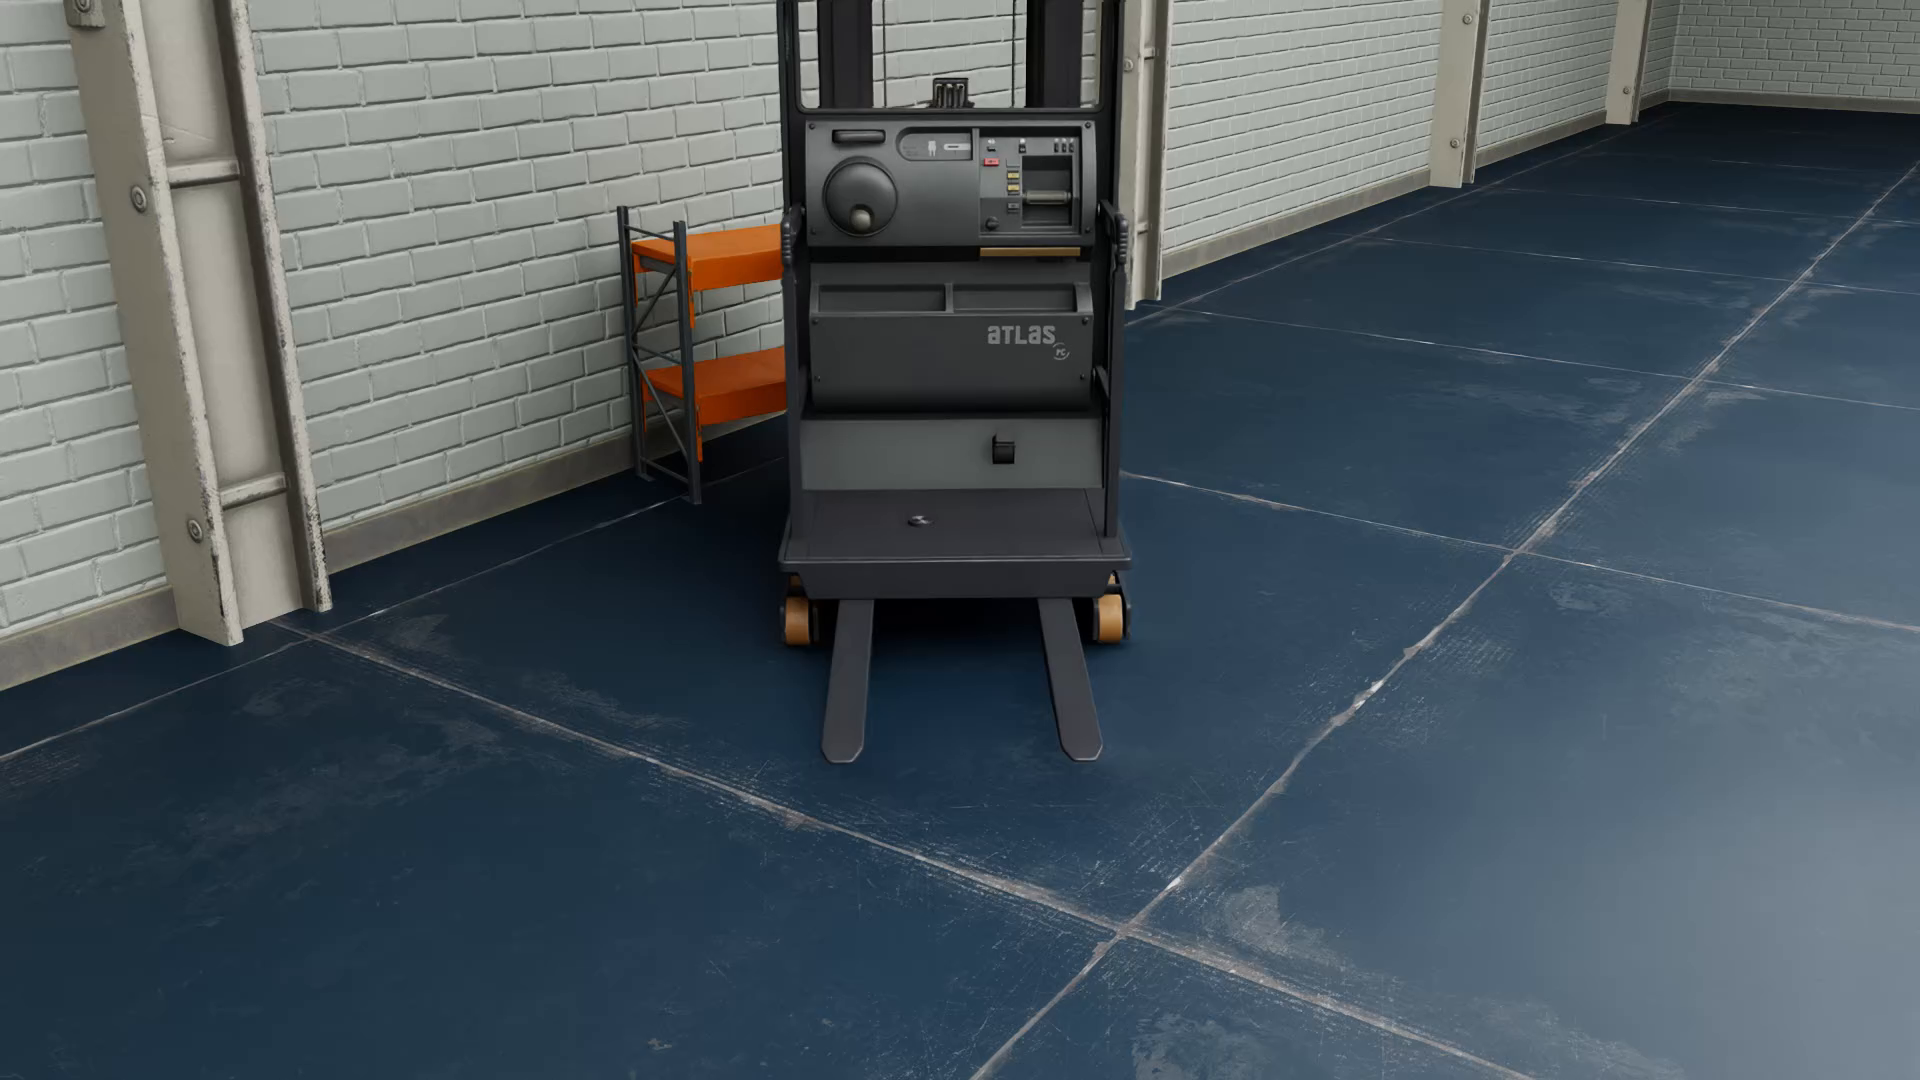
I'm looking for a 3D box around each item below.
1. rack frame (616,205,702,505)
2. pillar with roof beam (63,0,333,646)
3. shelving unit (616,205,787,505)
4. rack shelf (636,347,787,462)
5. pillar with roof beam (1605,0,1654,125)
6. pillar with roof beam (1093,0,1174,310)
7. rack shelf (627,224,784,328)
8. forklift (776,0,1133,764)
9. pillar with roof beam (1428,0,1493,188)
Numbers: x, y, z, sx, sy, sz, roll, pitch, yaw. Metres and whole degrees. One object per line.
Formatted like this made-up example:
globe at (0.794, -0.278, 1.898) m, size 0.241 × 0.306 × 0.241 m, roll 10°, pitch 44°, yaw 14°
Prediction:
rack frame at (-1.201, -0.737, 6.636) m, size 0.032 × 1.125 × 0.500 m, roll -15°, pitch 25°, yaw -36°
pillar with roof beam at (1.197, -3.125, 1.743) m, size 9.100 × 9.000 × 0.400 m, roll 13°, pitch 24°, yaw 32°
shelving unit at (-0.802, -0.847, 6.932) m, size 1.048 × 1.125 × 0.538 m, roll -15°, pitch 25°, yaw -36°
rack shelf at (-0.802, -0.617, 7.017) m, size 1.000 × 0.278 × 0.538 m, roll -15°, pitch 25°, yaw -36°
pillar with roof beam at (11.315, -8.290, 15.705) m, size 9.100 × 9.000 × 0.400 m, roll 13°, pitch 24°, yaw 32°
pillar with roof beam at (4.569, -4.847, 6.397) m, size 9.100 × 9.000 × 0.400 m, roll 13°, pitch 24°, yaw 32°
rack shelf at (-0.802, -1.121, 6.831) m, size 1.000 × 0.278 × 0.538 m, roll -15°, pitch 25°, yaw -36°
forklift at (-0.023, -1.141, 5.125) m, size 1.130 × 2.935 × 3.031 m, roll 0°, pitch 20°, yaw -1°
pillar with roof beam at (7.942, -6.568, 11.051) m, size 9.100 × 9.000 × 0.400 m, roll 13°, pitch 24°, yaw 32°
